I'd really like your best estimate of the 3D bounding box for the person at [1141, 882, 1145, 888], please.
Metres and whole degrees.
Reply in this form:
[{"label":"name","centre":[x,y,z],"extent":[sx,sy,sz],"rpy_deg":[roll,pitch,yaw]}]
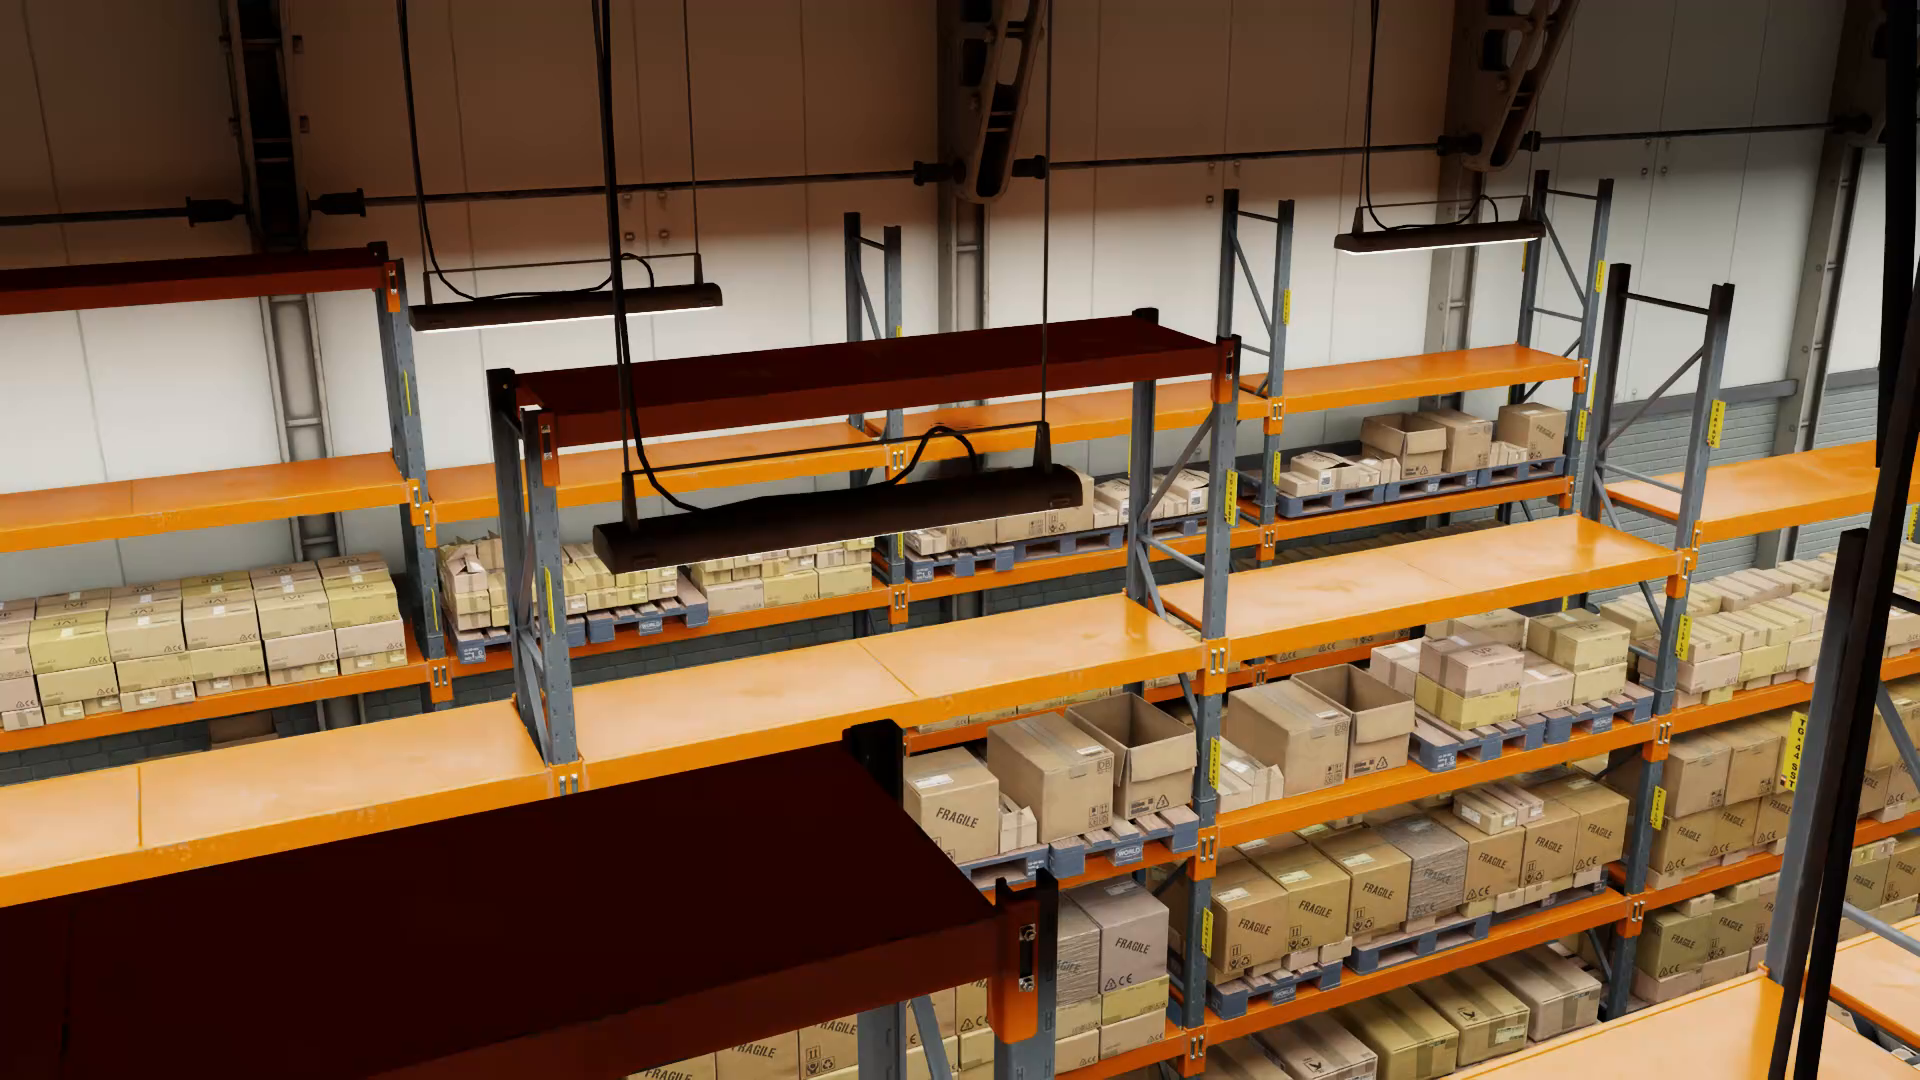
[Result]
[{"label":"person","centre":[1.751,2.802,13.493],"extent":[0.687,1.756,0.510],"rpy_deg":[-10,21,-26]}]
